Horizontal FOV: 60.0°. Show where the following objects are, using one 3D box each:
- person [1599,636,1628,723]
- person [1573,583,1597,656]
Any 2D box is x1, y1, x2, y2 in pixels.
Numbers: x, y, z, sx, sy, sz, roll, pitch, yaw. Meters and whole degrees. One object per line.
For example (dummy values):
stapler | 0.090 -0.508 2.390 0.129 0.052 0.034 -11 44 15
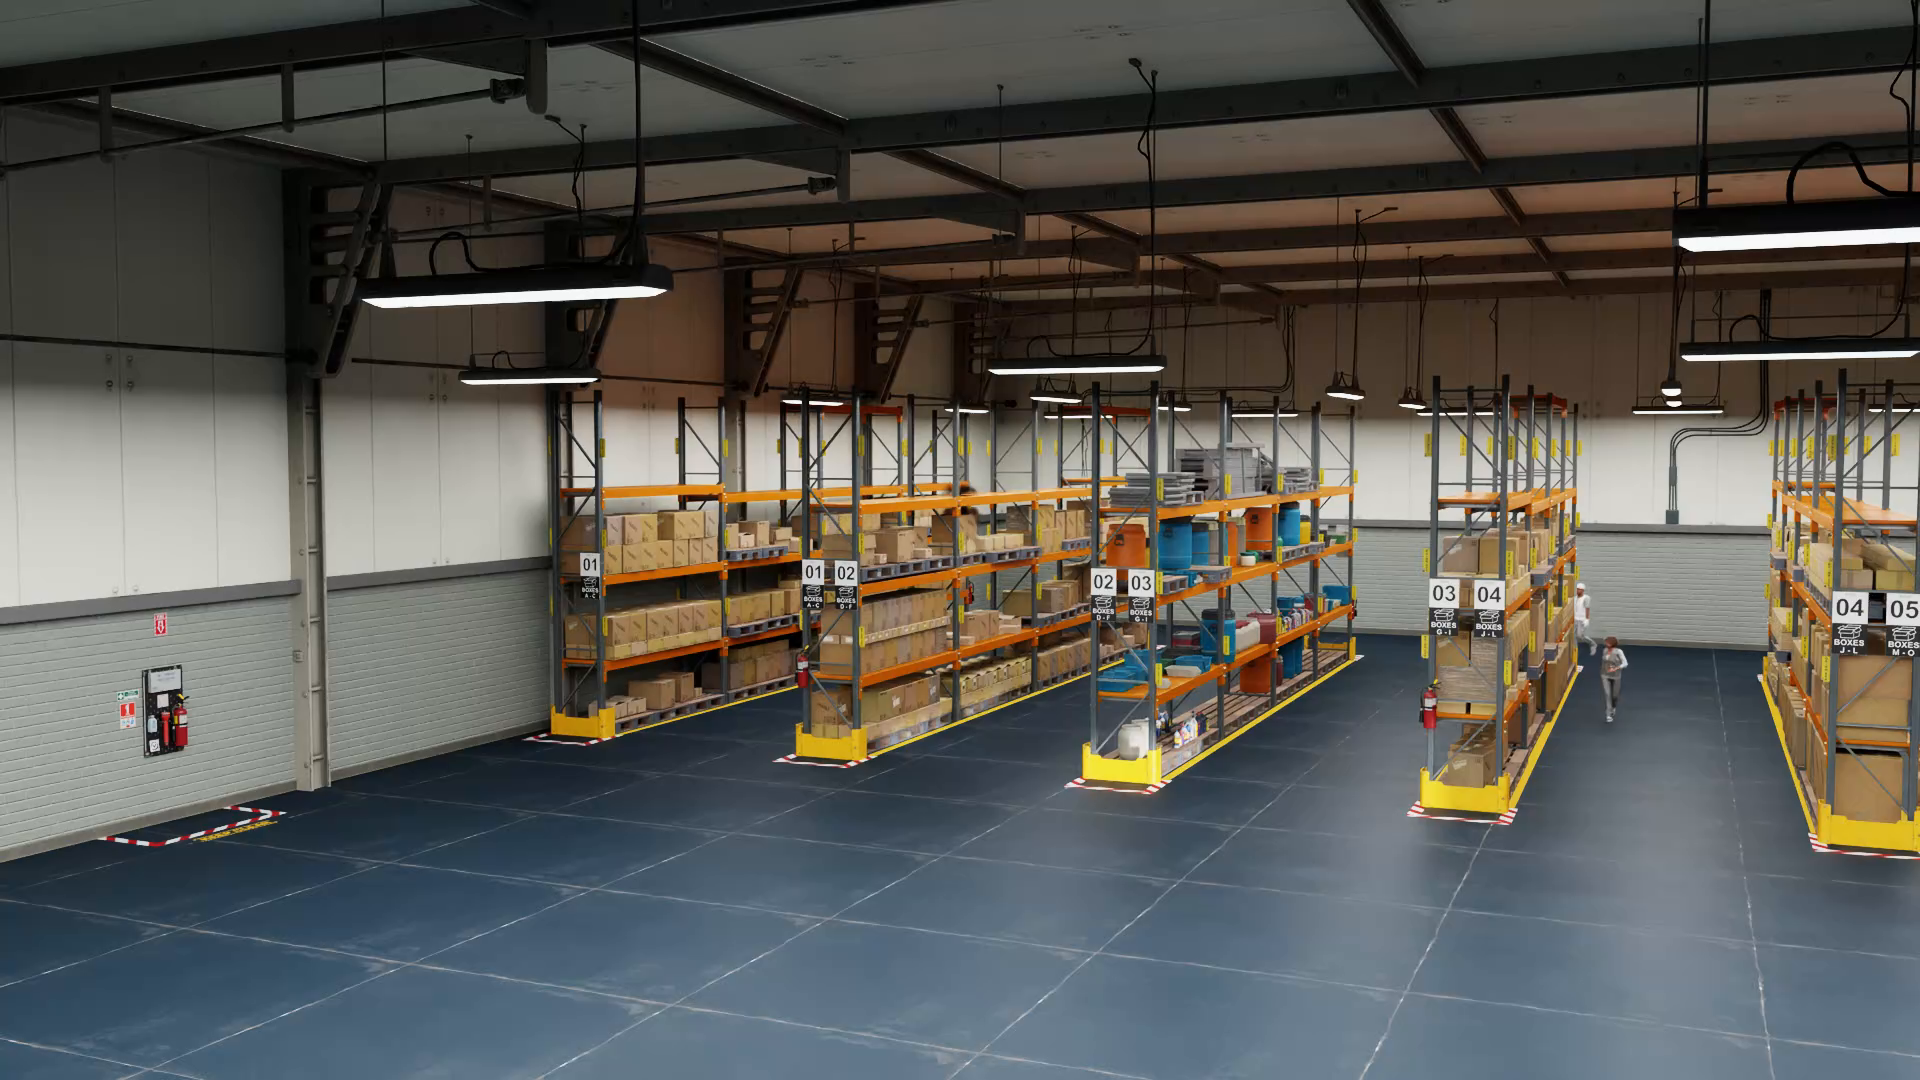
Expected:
person | 11.954 2.526 30.441 0.499 1.549 0.911 2 3 26
person | 14.795 1.911 39.610 0.738 1.771 0.575 -1 3 -18
